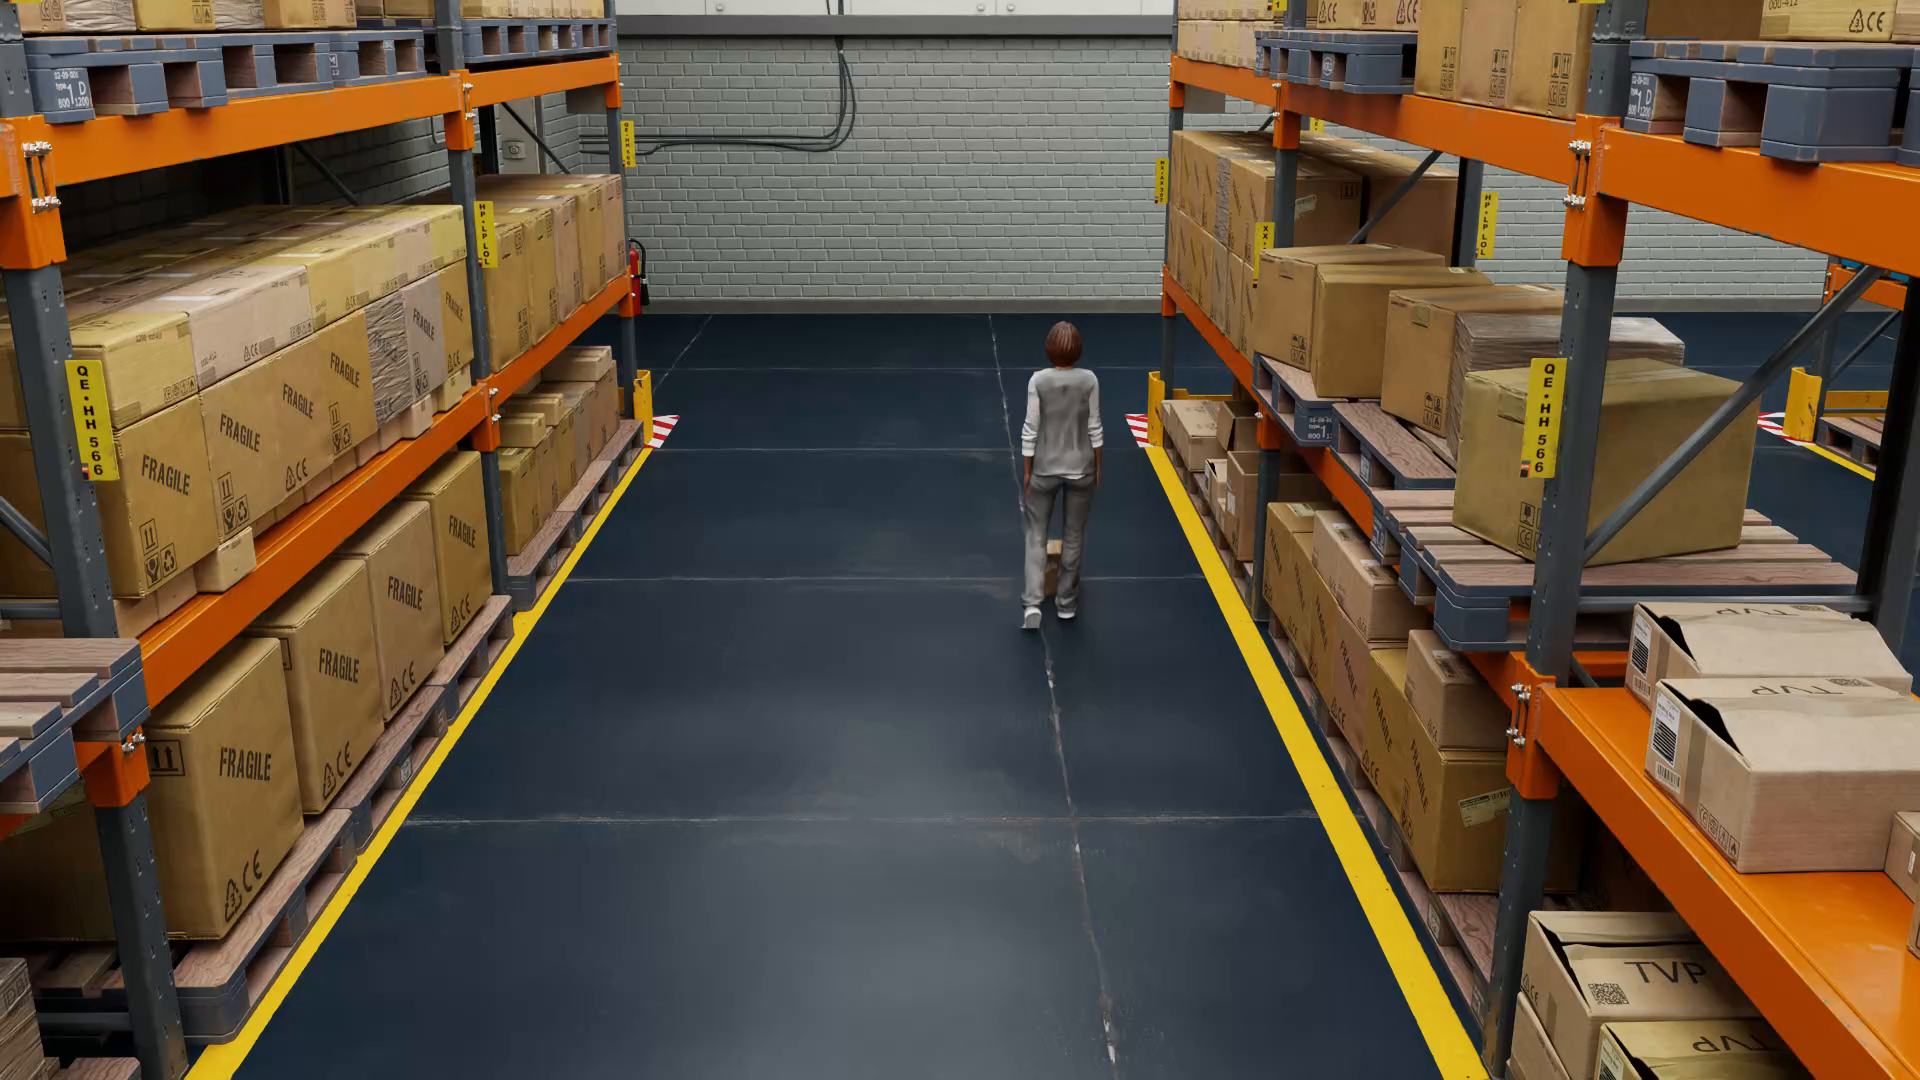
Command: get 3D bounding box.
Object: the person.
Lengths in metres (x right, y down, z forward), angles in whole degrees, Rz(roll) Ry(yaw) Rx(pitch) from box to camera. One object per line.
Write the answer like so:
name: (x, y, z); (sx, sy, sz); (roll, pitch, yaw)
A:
person: (0.527, -0.308, 8.669); (0.424, 1.647, 0.432); (0, 17, -1)
